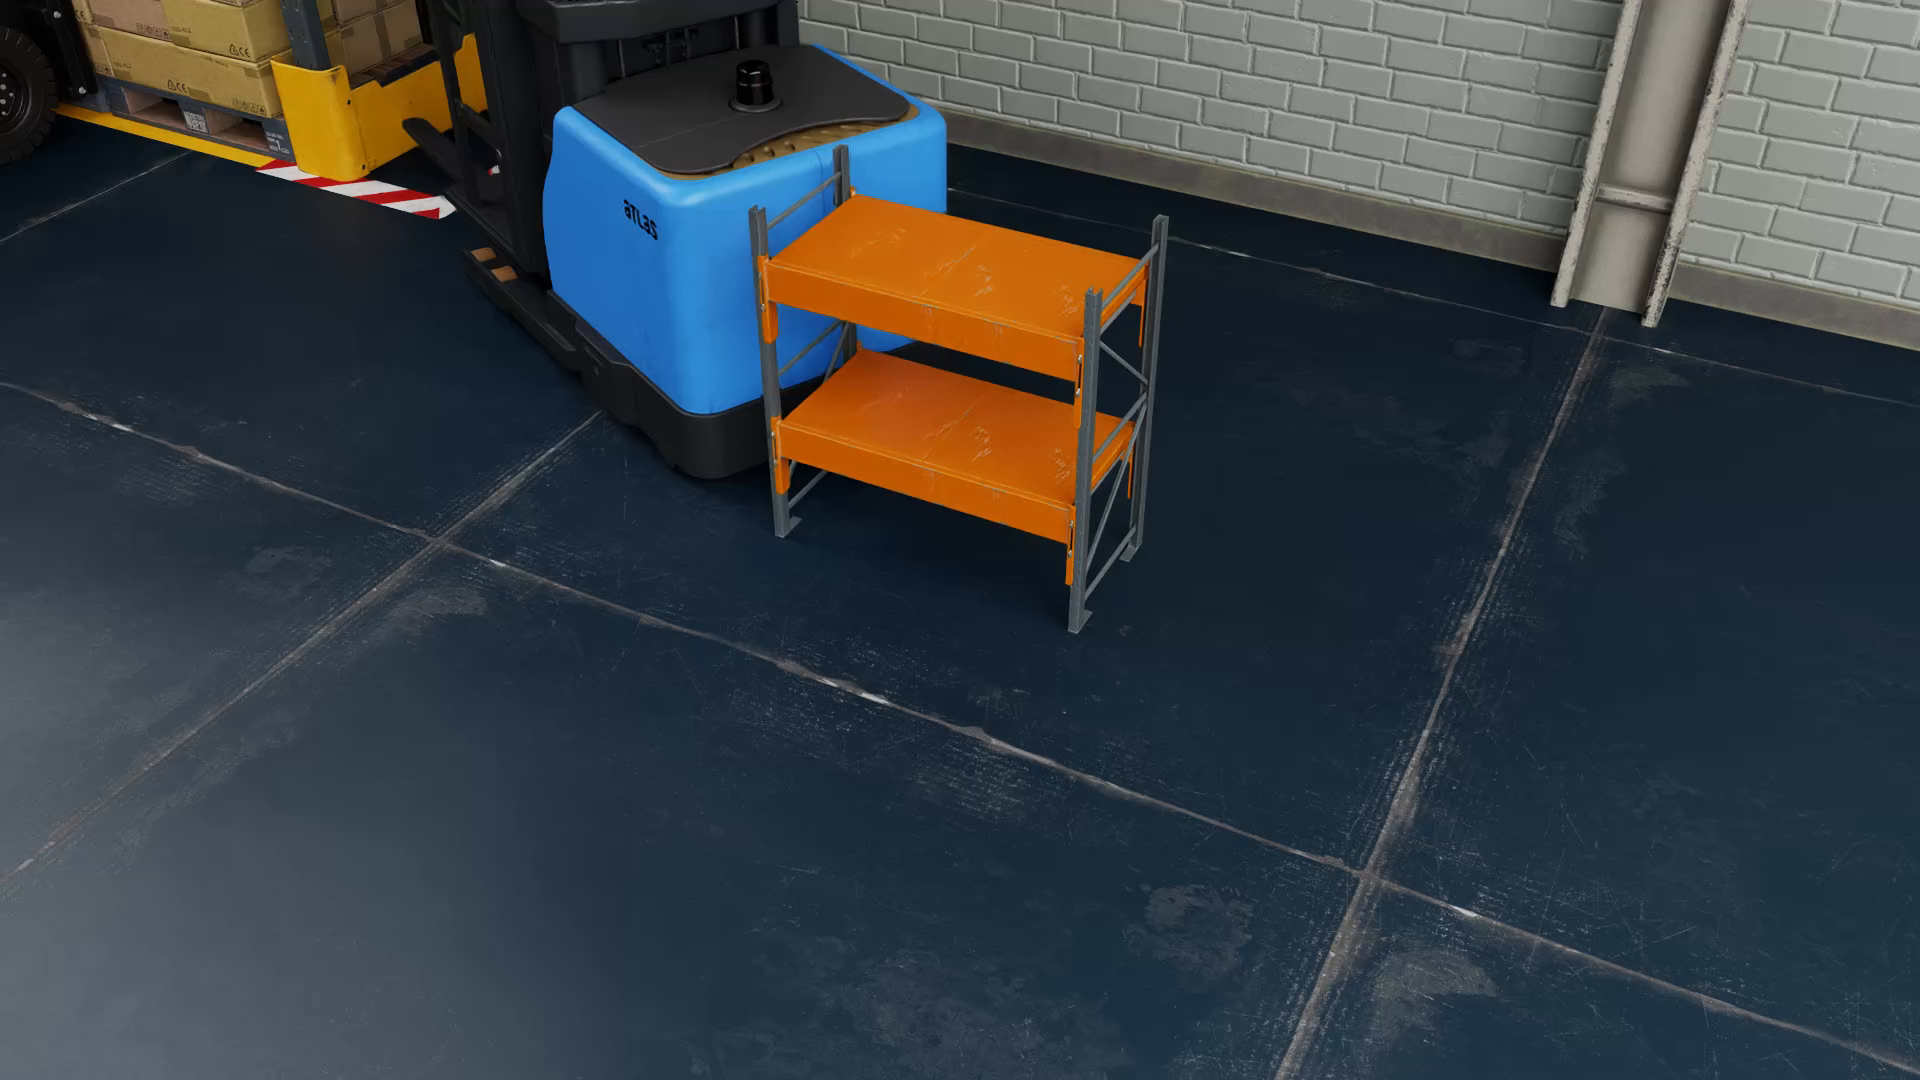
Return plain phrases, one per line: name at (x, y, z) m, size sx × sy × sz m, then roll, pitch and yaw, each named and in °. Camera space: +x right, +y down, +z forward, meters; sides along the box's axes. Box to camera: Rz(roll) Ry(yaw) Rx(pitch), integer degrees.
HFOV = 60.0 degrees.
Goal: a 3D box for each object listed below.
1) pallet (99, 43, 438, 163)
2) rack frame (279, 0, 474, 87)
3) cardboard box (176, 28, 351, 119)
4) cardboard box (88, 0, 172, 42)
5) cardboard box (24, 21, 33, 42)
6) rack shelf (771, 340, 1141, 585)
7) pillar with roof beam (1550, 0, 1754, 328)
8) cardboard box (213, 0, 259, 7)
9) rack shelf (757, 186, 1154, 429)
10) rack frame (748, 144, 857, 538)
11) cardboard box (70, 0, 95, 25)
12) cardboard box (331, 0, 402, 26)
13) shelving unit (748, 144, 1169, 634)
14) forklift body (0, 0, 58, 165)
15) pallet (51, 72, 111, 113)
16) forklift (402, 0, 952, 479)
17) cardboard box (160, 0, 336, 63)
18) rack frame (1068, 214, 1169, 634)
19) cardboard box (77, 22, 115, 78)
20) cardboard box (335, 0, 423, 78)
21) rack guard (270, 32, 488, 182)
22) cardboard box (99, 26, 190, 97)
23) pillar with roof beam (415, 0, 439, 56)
pallet at (-3.288, -2.207, 7.983) m, size 1.213 × 0.211 × 1.003 m, roll 17°, pitch 41°, yaw 21°
rack frame at (-2.590, -3.128, 6.889) m, size 0.127 × 3.000 × 1.000 m, roll 17°, pitch 41°, yaw 21°
cardboard box at (-3.152, -2.161, 7.542) m, size 0.500 × 0.250 × 0.500 m, roll 18°, pitch 41°, yaw 22°
cardboard box at (-3.606, -2.511, 7.591) m, size 0.500 × 0.250 × 0.500 m, roll 17°, pitch 40°, yaw 21°
cardboard box at (-4.501, -2.580, 8.095) m, size 0.500 × 0.250 × 0.500 m, roll 19°, pitch 41°, yaw 23°
rack shelf at (-0.006, -0.255, 5.060) m, size 1.000 × 0.278 × 0.538 m, roll 17°, pitch 41°, yaw 21°
pillar with roof beam at (0.555, -2.215, 0.725) m, size 0.400 × 9.000 × 9.100 m, roll 17°, pitch 41°, yaw 21°
cardboard box at (-3.142, -2.558, 7.239) m, size 0.500 × 0.250 × 0.500 m, roll 19°, pitch 41°, yaw 23°
rack shelf at (-0.006, -0.683, 4.735) m, size 1.000 × 0.278 × 0.538 m, roll 17°, pitch 41°, yaw 21°
rack frame at (-0.457, -0.591, 5.099) m, size 0.032 × 1.125 × 0.500 m, roll 17°, pitch 41°, yaw 21°
cardboard box at (-4.074, -2.644, 7.765) m, size 0.500 × 0.250 × 0.500 m, roll 16°, pitch 40°, yaw 20°
cardboard box at (-2.912, -2.641, 7.762) m, size 0.500 × 0.250 × 0.500 m, roll 18°, pitch 41°, yaw 22°
shelving unit at (-0.006, -0.450, 4.912) m, size 1.048 × 1.125 × 0.538 m, roll 17°, pitch 41°, yaw 21°
forklift body at (-5.112, -2.337, 6.550) m, size 1.214 × 2.155 × 2.313 m, roll 17°, pitch 41°, yaw 21°
pallet at (-4.367, -2.547, 8.431) m, size 1.213 × 0.211 × 1.003 m, roll 17°, pitch 41°, yaw 21°
forklift at (-1.296, -2.209, 5.736) m, size 1.130 × 2.935 × 3.031 m, roll -24°, pitch 43°, yaw -28°
cardboard box at (-3.166, -2.366, 7.400) m, size 0.500 × 0.250 × 0.500 m, roll 17°, pitch 40°, yaw 21°
rack frame at (0.445, -0.309, 4.726) m, size 0.032 × 1.125 × 0.500 m, roll 17°, pitch 41°, yaw 21°
cardboard box at (-4.029, -2.448, 7.921) m, size 0.500 × 0.250 × 0.500 m, roll 18°, pitch 41°, yaw 22°
cardboard box at (-2.936, -2.441, 7.912) m, size 0.500 × 0.250 × 0.500 m, roll 18°, pitch 41°, yaw 22°
rack guard at (-2.568, -2.125, 7.636) m, size 0.348 × 0.500 × 1.175 m, roll 17°, pitch 41°, yaw 21°
cardboard box at (-3.589, -2.304, 7.731) m, size 0.500 × 0.250 × 0.500 m, roll 17°, pitch 41°, yaw 21°
pillar with roof beam at (-4.773, -3.883, 2.923) m, size 0.400 × 9.000 × 9.100 m, roll 17°, pitch 41°, yaw 21°
